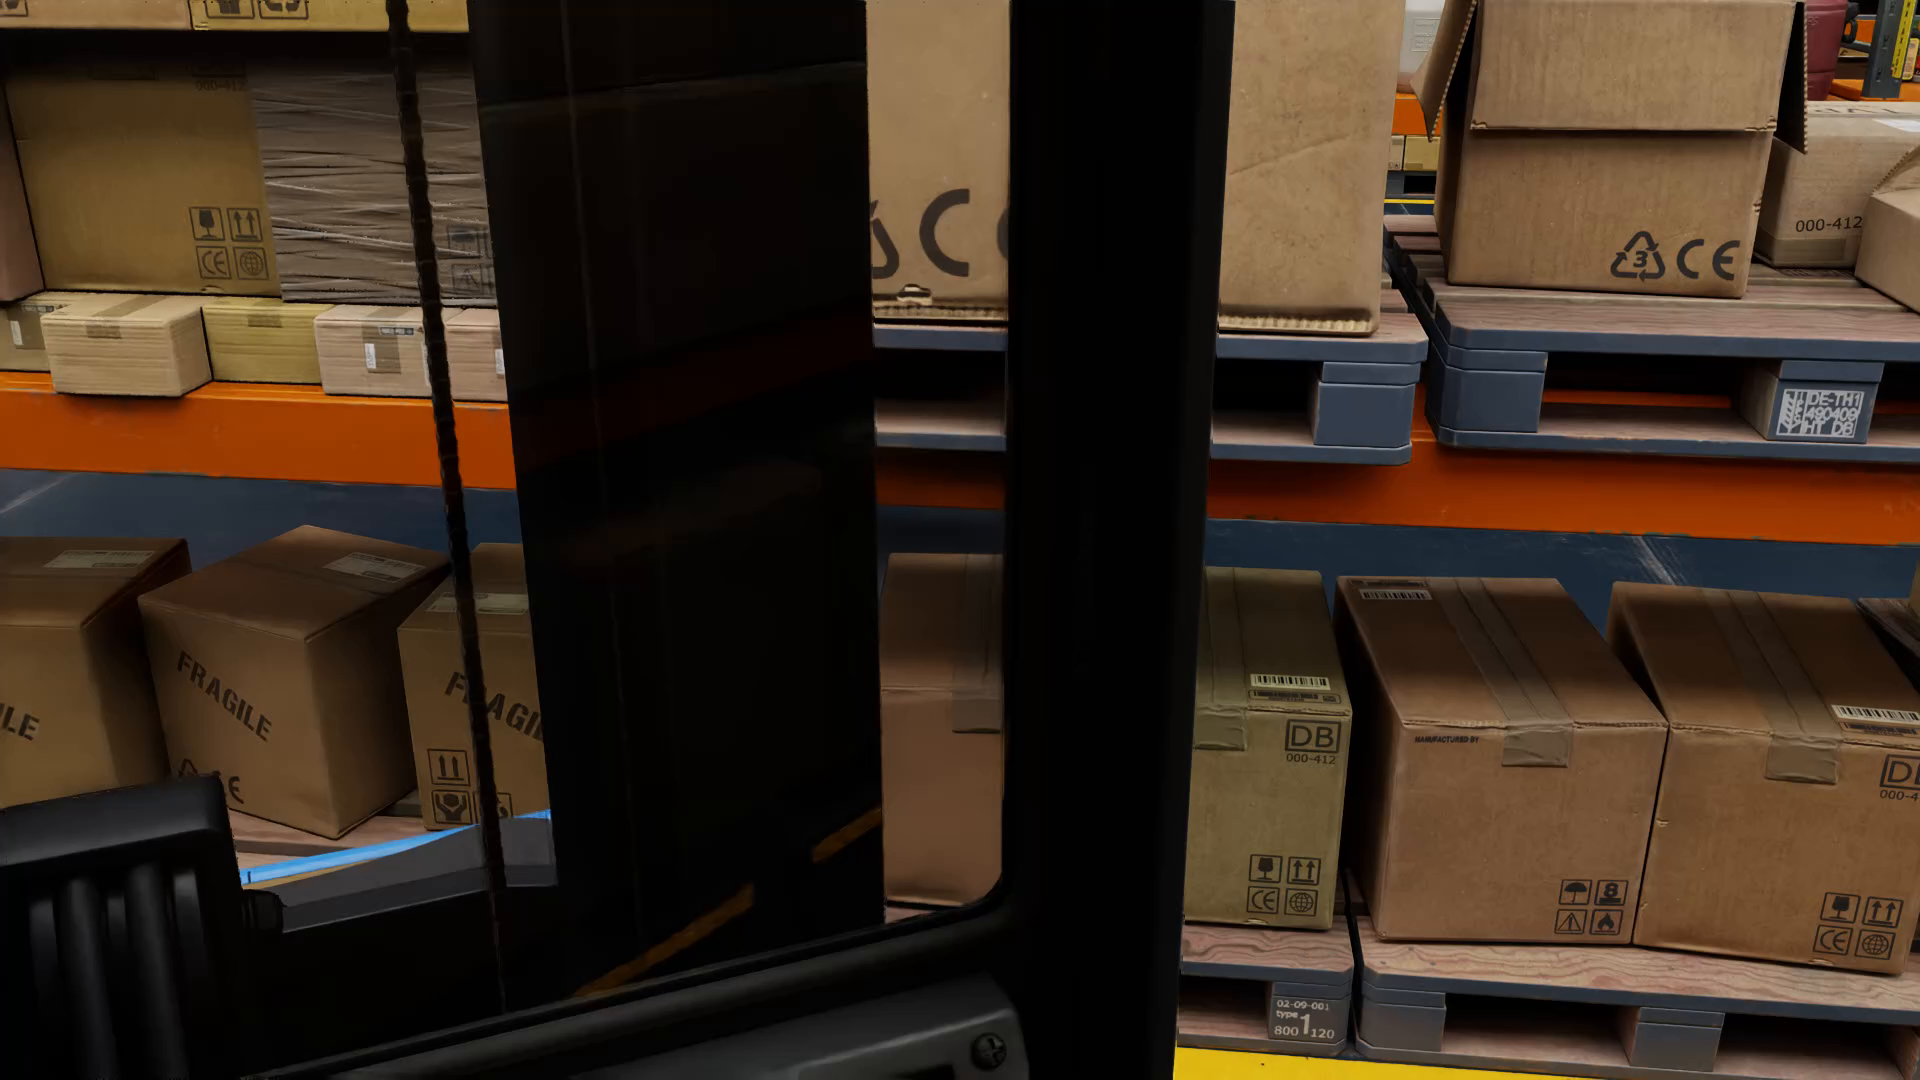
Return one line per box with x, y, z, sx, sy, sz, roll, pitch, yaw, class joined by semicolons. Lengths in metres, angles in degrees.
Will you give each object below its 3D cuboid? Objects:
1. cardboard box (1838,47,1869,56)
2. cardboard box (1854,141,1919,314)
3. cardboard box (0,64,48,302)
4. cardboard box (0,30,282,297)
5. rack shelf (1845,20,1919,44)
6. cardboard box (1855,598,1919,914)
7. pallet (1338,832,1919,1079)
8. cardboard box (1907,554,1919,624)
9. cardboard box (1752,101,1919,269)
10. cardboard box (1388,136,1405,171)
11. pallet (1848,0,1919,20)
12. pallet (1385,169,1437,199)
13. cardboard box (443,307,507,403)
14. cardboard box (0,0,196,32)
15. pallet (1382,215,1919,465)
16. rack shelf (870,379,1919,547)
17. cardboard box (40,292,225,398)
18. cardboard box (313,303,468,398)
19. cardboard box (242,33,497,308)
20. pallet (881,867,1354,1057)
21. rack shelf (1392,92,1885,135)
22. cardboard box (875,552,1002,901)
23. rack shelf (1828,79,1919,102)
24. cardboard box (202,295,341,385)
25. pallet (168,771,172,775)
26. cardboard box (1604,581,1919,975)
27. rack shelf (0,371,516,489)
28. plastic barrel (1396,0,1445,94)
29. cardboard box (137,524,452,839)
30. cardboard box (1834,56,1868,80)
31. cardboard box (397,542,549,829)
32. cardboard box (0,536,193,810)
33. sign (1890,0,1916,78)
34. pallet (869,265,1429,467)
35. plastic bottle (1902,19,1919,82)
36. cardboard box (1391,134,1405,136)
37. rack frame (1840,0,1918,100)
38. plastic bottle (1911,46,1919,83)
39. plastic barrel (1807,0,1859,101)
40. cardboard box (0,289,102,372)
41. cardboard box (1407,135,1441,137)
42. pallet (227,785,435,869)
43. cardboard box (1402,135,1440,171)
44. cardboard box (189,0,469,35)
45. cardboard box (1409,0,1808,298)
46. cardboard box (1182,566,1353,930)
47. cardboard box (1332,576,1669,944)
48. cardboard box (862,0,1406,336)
8.492;-4.857;16.497;0.750;0.750;0.750;3;22;7;cardboard box
1.744;-0.534;2.823;0.258;0.266;0.396;2;22;5;cardboard box
-1.980;-0.847;3.463;0.500;0.500;0.875;2;22;6;cardboard box
-1.472;-0.863;3.501;0.500;0.500;0.875;2;22;6;cardboard box
6.588;-3.624;12.004;4.000;0.370;1.077;2;22;6;rack shelf
2.212;0.489;3.425;0.500;0.500;0.700;1;22;2;cardboard box
1.448;0.781;3.678;1.213;0.211;1.003;2;22;6;pallet
2.235;0.144;3.278;0.500;0.250;0.500;5;22;12;cardboard box
1.795;-0.710;3.289;0.500;0.250;0.500;2;22;5;cardboard box
3.039;-2.939;12.462;0.500;0.250;0.500;3;22;8;cardboard box
6.533;-3.873;11.918;1.213;0.211;1.003;2;22;6;pallet
3.789;-2.798;12.730;1.213;0.211;1.003;2;22;6;pallet
-0.788;-0.386;3.179;0.250;0.149;0.380;2;22;6;cardboard box
-1.516;-1.191;2.972;0.500;0.500;0.500;2;22;6;cardboard box
1.461;-0.410;3.157;1.213;0.211;1.003;2;22;6;pallet
1.446;-0.180;3.294;4.000;0.370;1.077;2;22;6;rack shelf
-1.538;-0.403;3.222;0.250;0.149;0.380;2;22;6;cardboard box
-1.035;-0.401;3.215;0.250;0.149;0.380;2;22;6;cardboard box
-0.980;-0.828;3.414;0.500;0.500;0.875;2;22;6;cardboard box
0.233;0.729;3.809;1.213;0.211;1.003;2;22;6;pallet
2.029;-1.988;7.868;4.000;0.370;1.077;2;22;6;rack shelf
0.067;0.391;3.672;0.500;0.500;0.700;1;22;2;cardboard box
6.001;-1.815;7.430;4.000;0.370;1.077;2;22;6;rack shelf
-1.277;-0.433;3.298;0.250;0.149;0.380;2;22;6;cardboard box
-2.426;0.628;4.065;1.213;0.211;1.003;2;22;6;pallet
1.648;0.467;3.481;0.500;0.500;0.700;4;22;11;cardboard box
-2.526;-0.353;3.732;4.000;0.370;1.077;2;22;6;rack shelf
2.125;-2.301;7.495;0.433;0.535;0.433;0;22;0;plastic barrel
-1.502;0.312;3.899;0.500;0.500;0.500;10;24;23;cardboard box
6.631;-3.437;12.336;0.500;0.250;0.500;2;22;5;cardboard box
-0.933;0.334;3.844;0.500;0.500;0.500;2;22;5;cardboard box
-2.128;0.314;3.895;0.500;0.500;0.500;1;22;1;cardboard box
3.957;-2.111;6.978;0.005;0.325;0.100;2;22;6;sign
0.202;-0.426;3.198;1.213;0.211;1.003;2;22;6;pallet
4.467;-2.320;7.888;0.133;0.283;0.061;2;22;6;plastic bottle
3.035;-3.198;12.355;0.500;0.311;0.500;2;22;6;cardboard box
4.015;-2.236;7.517;0.127;3.000;1.000;2;22;6;rack frame
4.579;-2.271;7.874;0.097;0.201;0.097;0;22;0;plastic bottle
3.519;-2.209;7.263;0.708;0.536;0.600;2;22;6;plastic barrel
-1.771;-0.462;3.371;0.250;0.149;0.380;2;22;6;cardboard box
3.536;-3.175;12.297;0.500;0.311;0.500;2;22;5;cardboard box
-1.211;0.679;3.934;1.213;0.211;1.003;2;22;6;pallet
3.538;-2.916;12.405;0.500;0.250;0.500;2;22;6;cardboard box
-1.019;-1.170;2.919;0.500;0.500;0.500;2;22;6;cardboard box
1.192;-0.803;3.180;0.637;0.503;0.797;5;22;12;cardboard box
0.539;0.419;3.603;0.500;0.500;0.700;2;22;6;cardboard box
1.094;0.443;3.542;0.500;0.500;0.700;1;22;2;cardboard box
0.232;-0.990;2.977;1.000;1.000;1.000;3;22;7;cardboard box
